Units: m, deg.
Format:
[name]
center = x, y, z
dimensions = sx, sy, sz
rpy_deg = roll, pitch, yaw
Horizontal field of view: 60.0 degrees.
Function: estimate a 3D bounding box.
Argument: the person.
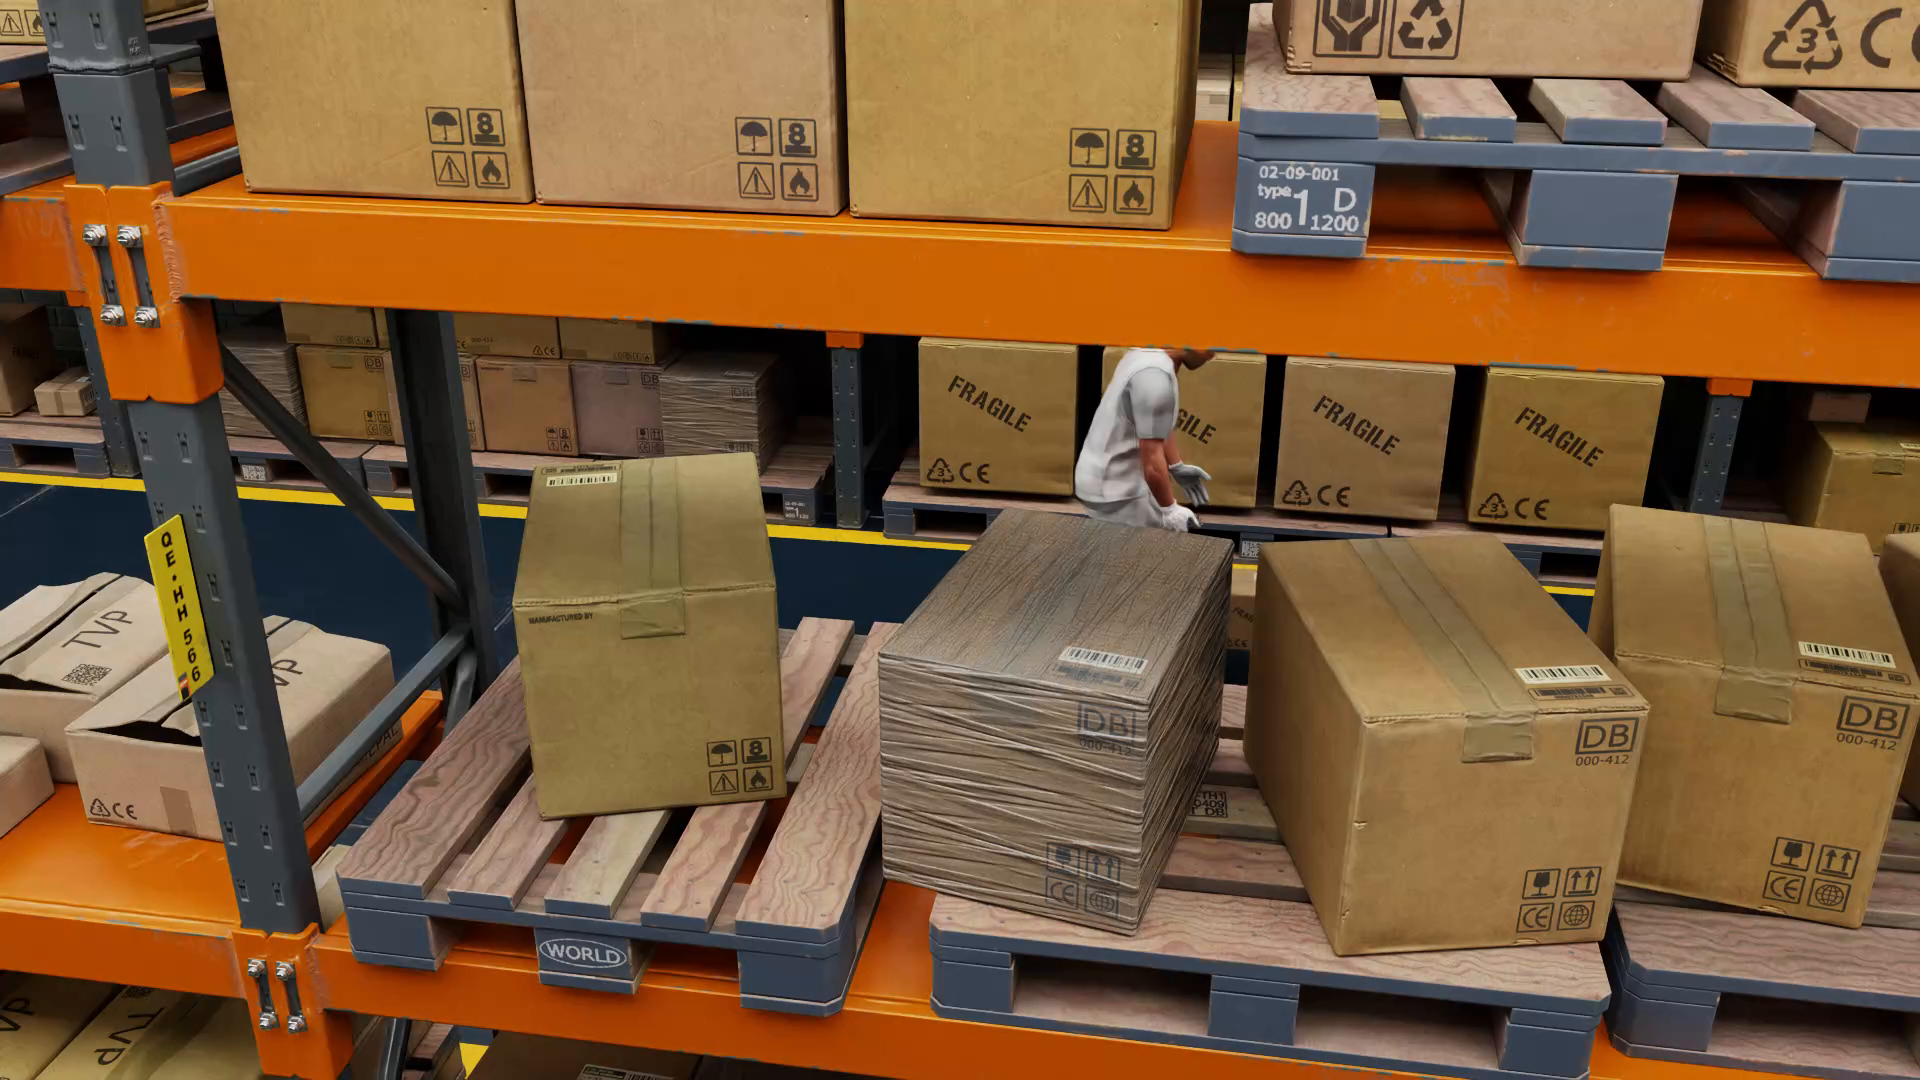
[person]
center = 0.769, -0.201, 6.712
dimensions = 0.602, 1.627, 0.568
rpy_deg = 4, 25, 9
